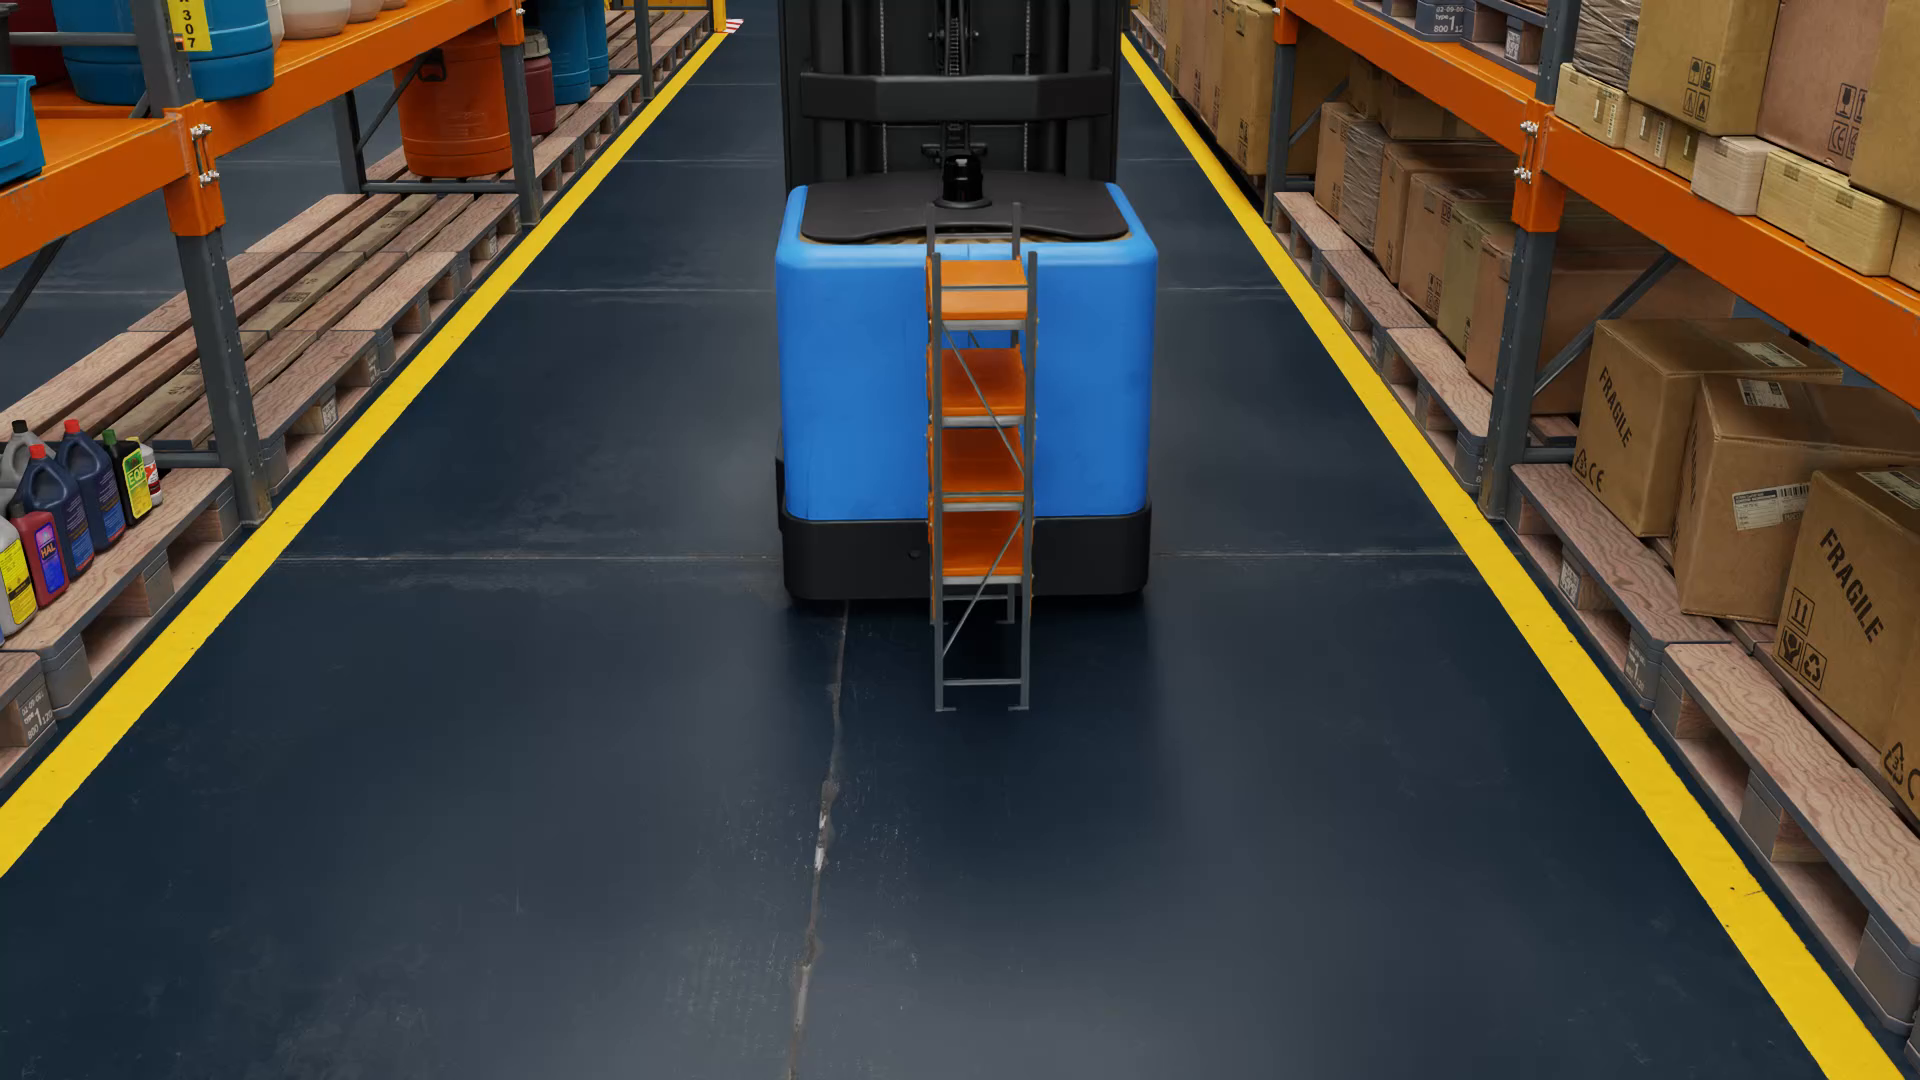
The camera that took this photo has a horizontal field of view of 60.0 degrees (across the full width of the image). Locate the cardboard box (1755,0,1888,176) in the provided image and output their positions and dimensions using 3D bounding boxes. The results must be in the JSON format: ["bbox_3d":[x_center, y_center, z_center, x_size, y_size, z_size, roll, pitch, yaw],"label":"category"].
[{"bbox_3d":[2.224,-1.034,3.414,0.875,0.500,0.500,0,24,-1],"label":"cardboard box"}]

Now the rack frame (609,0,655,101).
[{"bbox_3d":[-2.835,-4.725,12.057,1.000,3.000,0.127,0,24,-1],"label":"rack frame"}]

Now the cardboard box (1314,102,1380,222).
[{"bbox_3d":[2.189,-1.884,8.276,0.700,0.500,0.500,-2,24,-3],"label":"cardboard box"}]

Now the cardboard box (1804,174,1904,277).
[{"bbox_3d":[1.936,-0.628,3.304,0.380,0.149,0.250,0,24,-1],"label":"cardboard box"}]

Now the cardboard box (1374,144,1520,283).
[{"bbox_3d":[2.221,-1.422,7.254,0.700,0.500,0.500,2,24,4],"label":"cardboard box"}]

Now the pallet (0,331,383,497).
[{"bbox_3d":[-2.795,-0.481,6.058,1.003,0.211,1.213,0,24,-1],"label":"pallet"}]

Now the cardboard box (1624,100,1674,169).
[{"bbox_3d":[1.927,-1.040,4.215,0.380,0.149,0.250,0,24,-1],"label":"cardboard box"}]

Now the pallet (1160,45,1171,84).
[{"bbox_3d":[2.188,-3.790,13.374,1.003,0.211,1.213,0,24,-1],"label":"pallet"}]

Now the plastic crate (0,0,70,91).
[{"bbox_3d":[-3.059,-1.656,5.193,0.402,0.464,0.583,0,24,-1],"label":"plastic crate"}]

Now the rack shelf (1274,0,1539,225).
[{"bbox_3d":[2.183,-1.947,6.788,1.077,0.370,4.000,0,24,-1],"label":"rack shelf"}]

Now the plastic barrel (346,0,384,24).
[{"bbox_3d":[-2.552,-2.366,6.676,0.433,0.535,0.433,0,24,0],"label":"plastic barrel"}]

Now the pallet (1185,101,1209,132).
[{"bbox_3d":[2.201,-3.159,11.978,1.003,0.211,1.213,0,24,-1],"label":"pallet"}]

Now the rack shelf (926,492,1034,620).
[{"bbox_3d":[0.046,0.033,4.365,0.258,0.148,0.480,-1,24,-2],"label":"rack shelf"}]

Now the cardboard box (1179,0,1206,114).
[{"bbox_3d":[2.155,-3.338,11.060,1.225,0.875,0.875,-1,24,-2],"label":"cardboard box"}]

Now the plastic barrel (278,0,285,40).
[{"bbox_3d":[-2.609,-1.911,6.004,0.301,0.262,0.301,0,24,0],"label":"plastic barrel"}]

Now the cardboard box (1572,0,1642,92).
[{"bbox_3d":[2.148,-1.446,4.325,0.875,0.500,0.500,0,24,-1],"label":"cardboard box"}]

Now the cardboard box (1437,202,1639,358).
[{"bbox_3d":[2.233,-0.962,6.236,0.700,0.500,0.500,0,24,-1],"label":"cardboard box"}]

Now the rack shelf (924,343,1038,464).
[{"bbox_3d":[0.046,-0.351,4.191,0.258,0.148,0.480,-1,24,-2],"label":"rack shelf"}]

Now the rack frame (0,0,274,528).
[{"bbox_3d":[-2.748,-1.428,4.768,1.000,3.000,0.127,0,24,-1],"label":"rack frame"}]

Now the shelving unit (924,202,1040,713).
[{"bbox_3d":[0.046,-0.209,4.255,0.258,1.200,0.503,-1,24,-2],"label":"shelving unit"}]

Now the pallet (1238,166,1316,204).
[{"bbox_3d":[2.228,-2.153,9.755,1.003,0.211,1.213,0,24,-1],"label":"pallet"}]

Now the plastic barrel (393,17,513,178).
[{"bbox_3d":[-2.814,-2.481,9.219,0.600,0.830,0.708,0,24,-1],"label":"plastic barrel"}]

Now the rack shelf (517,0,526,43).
[{"bbox_3d":[-2.813,-3.573,10.383,1.077,0.370,4.000,0,24,-1],"label":"rack shelf"}]

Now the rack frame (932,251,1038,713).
[{"bbox_3d":[0.056,-0.108,4.033,0.240,1.200,0.015,-1,24,-2],"label":"rack frame"}]

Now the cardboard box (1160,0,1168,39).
[{"bbox_3d":[2.181,-4.613,13.879,0.875,0.875,0.875,0,24,-1],"label":"cardboard box"}]

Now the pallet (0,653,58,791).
[{"bbox_3d":[-2.766,0.623,3.616,1.003,0.211,1.213,0,24,-1],"label":"pallet"}]

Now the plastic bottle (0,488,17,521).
[{"bbox_3d":[-2.598,-0.034,4.455,0.152,0.276,0.135,0,24,-1],"label":"plastic bottle"}]

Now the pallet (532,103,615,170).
[{"bbox_3d":[-2.852,-2.632,10.814,1.003,0.211,1.213,0,24,-1],"label":"pallet"}]

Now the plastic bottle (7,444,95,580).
[{"bbox_3d":[-2.450,-0.079,4.464,0.144,0.351,0.185,-1,24,-3],"label":"plastic bottle"}]

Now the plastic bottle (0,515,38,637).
[{"bbox_3d":[-2.447,0.054,4.170,0.144,0.351,0.185,0,24,-1],"label":"plastic bottle"}]

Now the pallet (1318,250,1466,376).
[{"bbox_3d":[2.179,-1.005,7.215,1.003,0.211,1.213,0,24,-1],"label":"pallet"}]

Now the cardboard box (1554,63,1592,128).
[{"bbox_3d":[1.907,-1.246,4.670,0.380,0.149,0.250,0,24,-1],"label":"cardboard box"}]

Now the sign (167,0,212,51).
[{"bbox_3d":[-2.198,-1.552,4.706,0.100,0.325,0.005,0,24,-1],"label":"sign"}]

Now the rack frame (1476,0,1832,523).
[{"bbox_3d":[2.205,-1.451,4.817,1.000,3.000,0.127,0,24,-1],"label":"rack frame"}]

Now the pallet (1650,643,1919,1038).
[{"bbox_3d":[2.264,0.601,3.666,1.003,0.211,1.213,0,24,-1],"label":"pallet"}]

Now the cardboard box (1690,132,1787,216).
[{"bbox_3d":[1.900,-0.834,3.759,0.380,0.149,0.250,0,24,-1],"label":"cardboard box"}]

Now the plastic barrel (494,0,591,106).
[{"bbox_3d":[-2.838,-3.444,11.262,0.600,0.901,0.708,0,24,-1],"label":"plastic barrel"}]

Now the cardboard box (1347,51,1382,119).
[{"bbox_3d":[2.199,-2.226,8.121,0.500,0.250,0.500,1,24,2],"label":"cardboard box"}]

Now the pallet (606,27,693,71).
[{"bbox_3d":[-2.898,-4.261,14.415,1.003,0.211,1.213,0,24,-1],"label":"pallet"}]

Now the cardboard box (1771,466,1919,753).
[{"bbox_3d":[2.268,0.153,3.794,0.500,0.500,0.500,-2,24,-5],"label":"cardboard box"}]

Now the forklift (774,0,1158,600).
[{"bbox_3d":[-0.042,-1.730,5.519,1.130,2.935,3.031,-1,24,-2],"label":"forklift"}]

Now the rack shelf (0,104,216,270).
[{"bbox_3d":[-2.726,-0.276,3.094,1.077,0.370,4.000,0,24,-1],"label":"rack shelf"}]

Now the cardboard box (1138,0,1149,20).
[{"bbox_3d":[2.161,-5.355,15.519,0.875,0.875,0.875,0,24,-1],"label":"cardboard box"}]

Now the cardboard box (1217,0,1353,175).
[{"bbox_3d":[2.175,-2.607,9.442,1.225,0.875,0.875,-1,24,-3],"label":"cardboard box"}]

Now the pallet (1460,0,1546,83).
[{"bbox_3d":[2.342,-1.679,5.555,1.003,0.211,1.213,0,24,-1],"label":"pallet"}]

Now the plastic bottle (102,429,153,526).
[{"bbox_3d":[-2.413,-0.194,4.802,0.061,0.283,0.133,1,24,2],"label":"plastic bottle"}]

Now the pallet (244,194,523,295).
[{"bbox_3d":[-2.822,-1.487,8.281,1.003,0.211,1.213,0,24,-1],"label":"pallet"}]

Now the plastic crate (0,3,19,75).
[{"bbox_3d":[-2.869,-1.184,4.303,0.767,0.338,0.504,0,24,-1],"label":"plastic crate"}]

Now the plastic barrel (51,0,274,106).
[{"bbox_3d":[-2.449,-1.817,5.020,0.600,0.901,0.708,0,24,-1],"label":"plastic barrel"}]

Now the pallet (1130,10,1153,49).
[{"bbox_3d":[2.161,-4.796,15.597,1.003,0.211,1.213,0,24,-1],"label":"pallet"}]

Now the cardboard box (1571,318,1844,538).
[{"bbox_3d":[2.169,-0.338,4.881,0.500,0.500,0.500,-1,24,-2],"label":"cardboard box"}]

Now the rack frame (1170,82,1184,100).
[{"bbox_3d":[2.118,-4.747,12.106,1.000,3.000,0.127,0,24,-1],"label":"rack frame"}]

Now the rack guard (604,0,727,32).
[{"bbox_3d":[-2.892,-5.244,16.238,1.175,0.500,0.348,0,24,-1],"label":"rack guard"}]
